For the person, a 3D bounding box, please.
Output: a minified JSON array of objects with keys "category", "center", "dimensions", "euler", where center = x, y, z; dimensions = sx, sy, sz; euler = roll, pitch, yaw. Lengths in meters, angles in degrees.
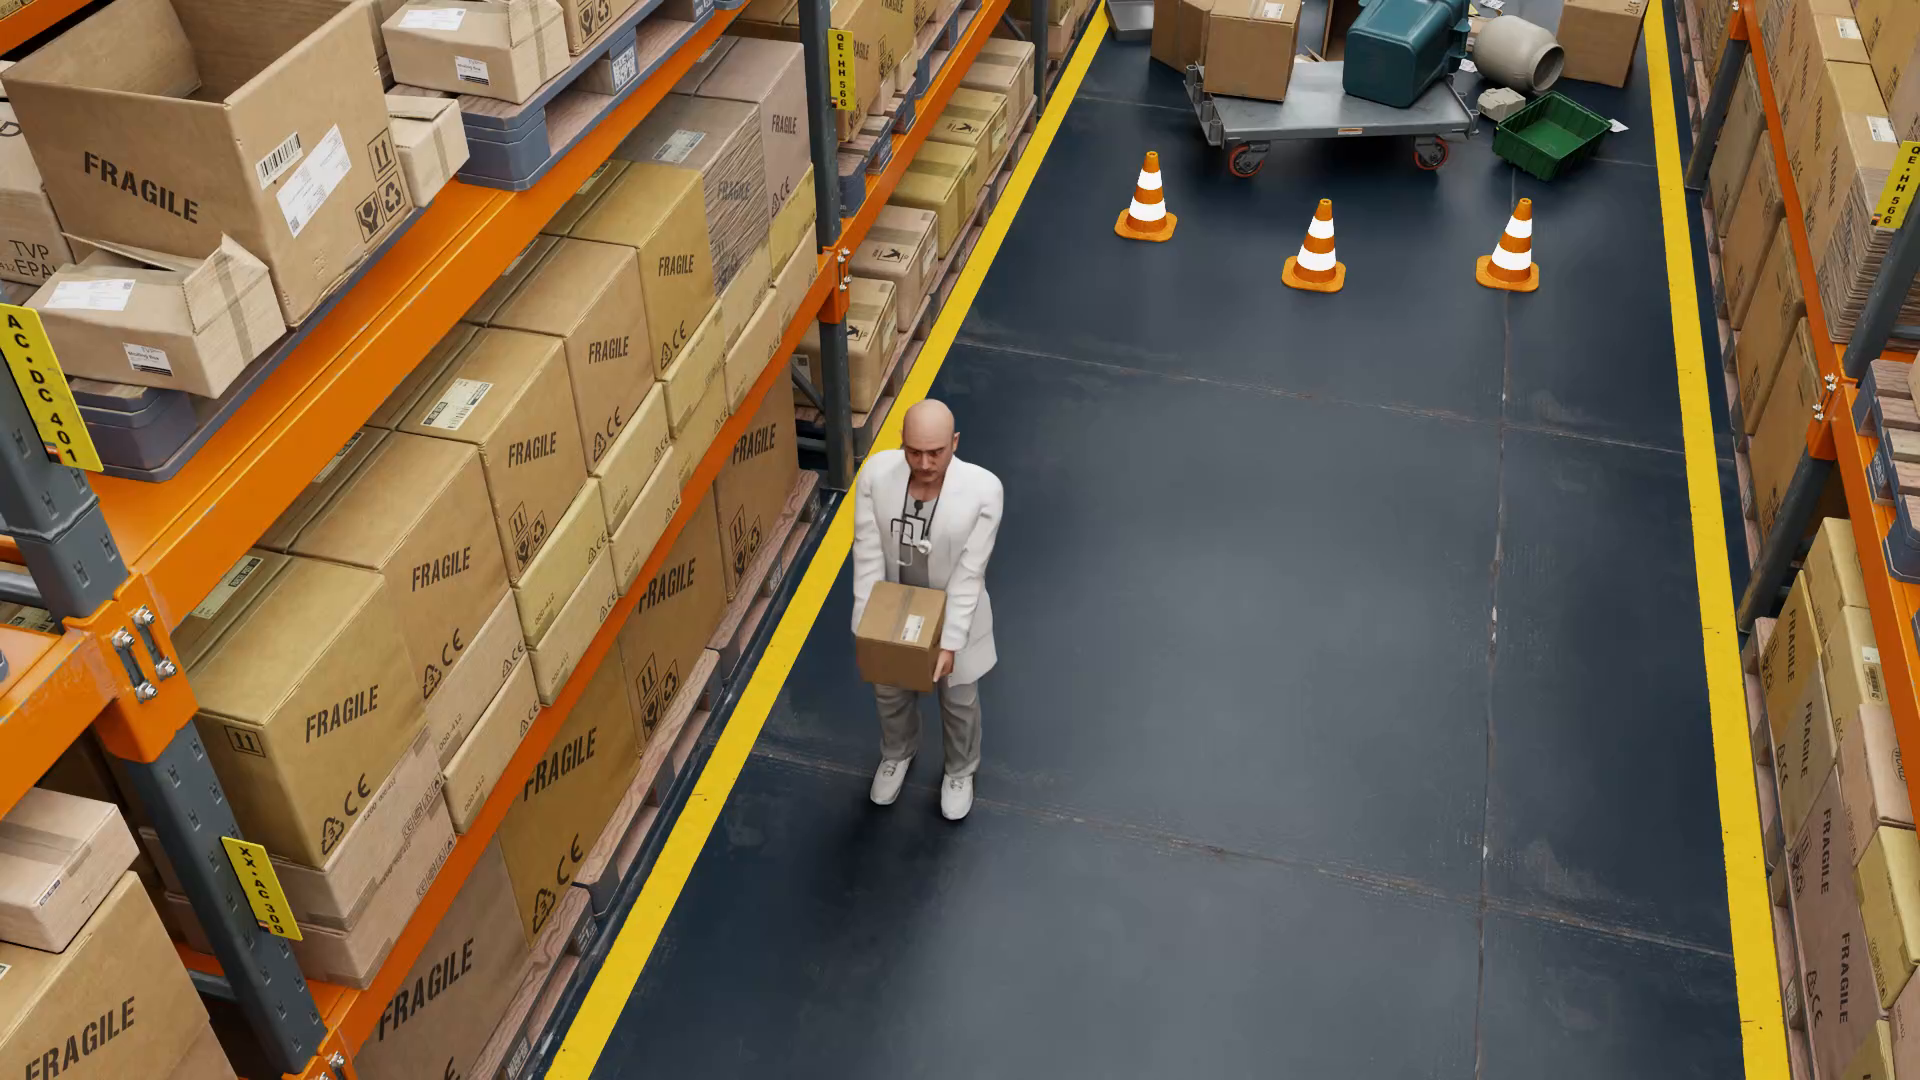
[{"category":"person","center":[-0.139,0.307,5.812],"dimensions":[0.528,1.781,0.564],"euler":[9,41,11]}]
